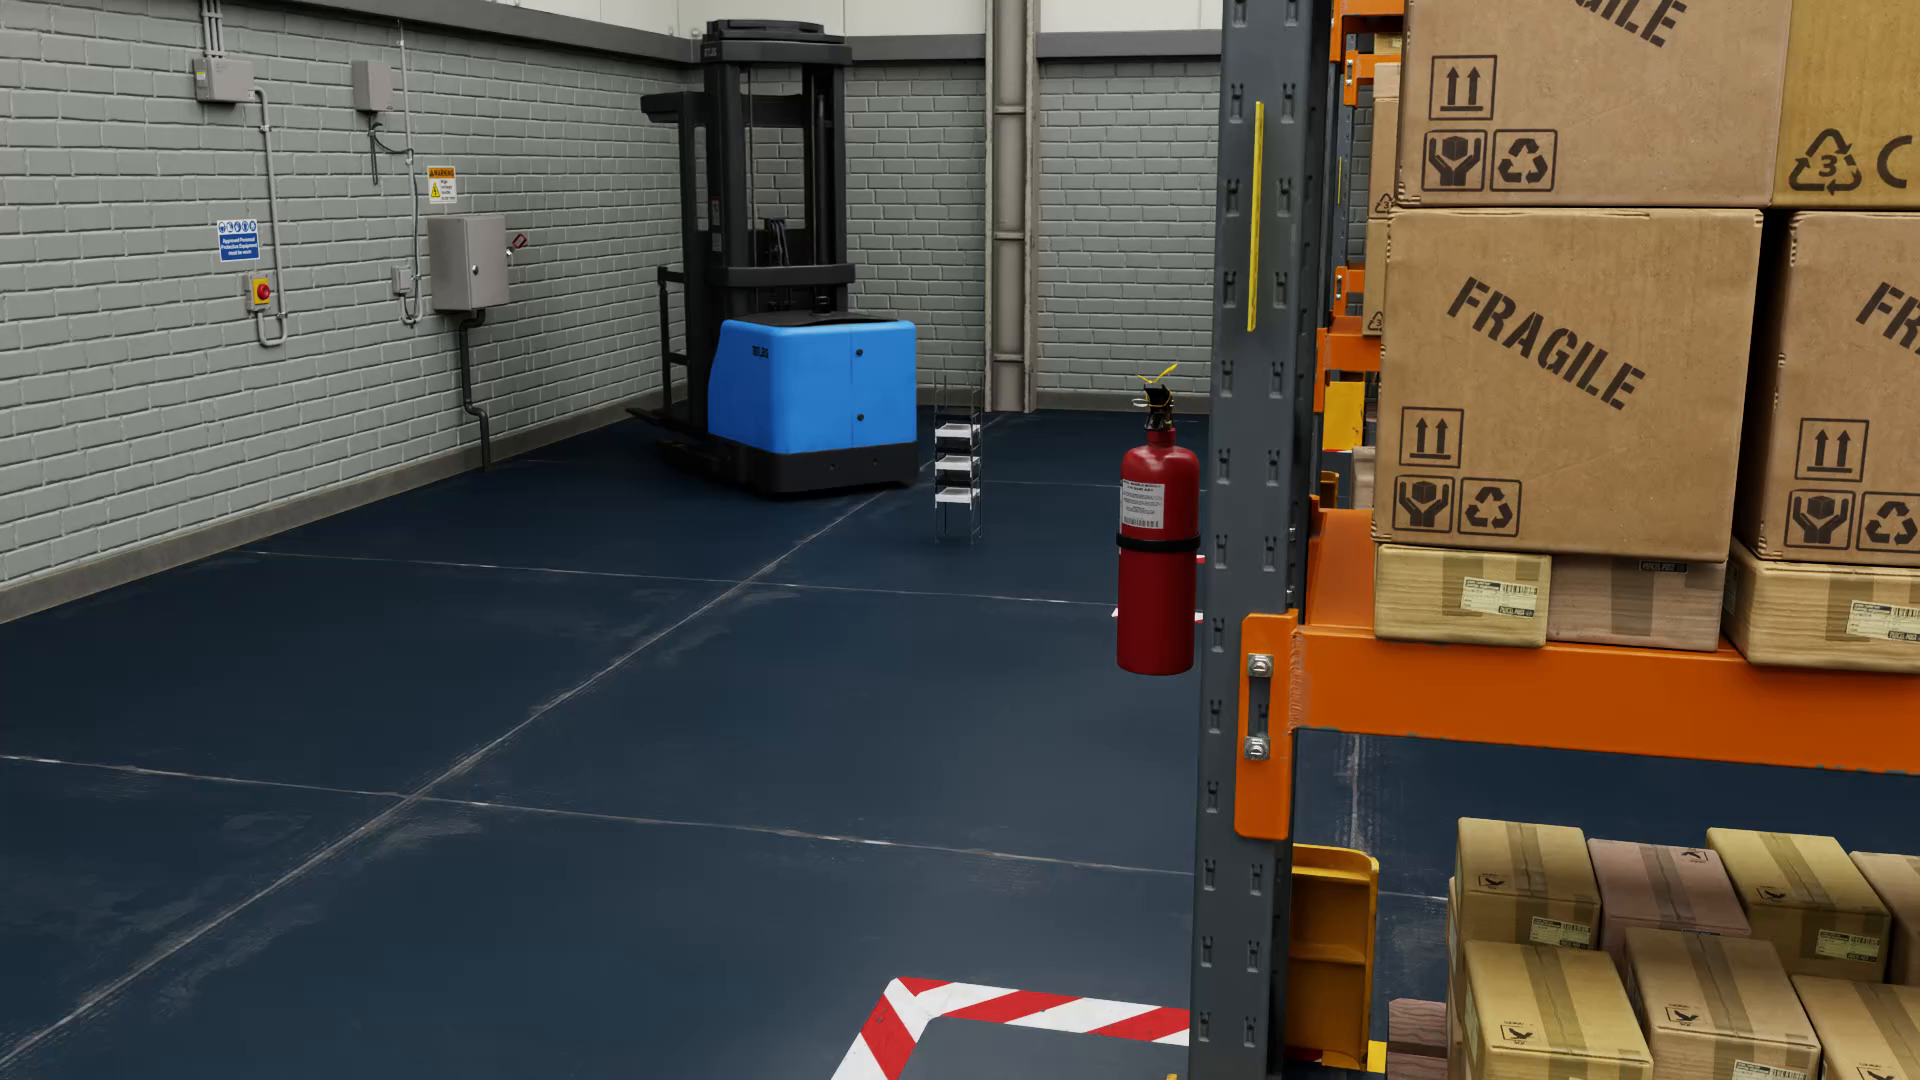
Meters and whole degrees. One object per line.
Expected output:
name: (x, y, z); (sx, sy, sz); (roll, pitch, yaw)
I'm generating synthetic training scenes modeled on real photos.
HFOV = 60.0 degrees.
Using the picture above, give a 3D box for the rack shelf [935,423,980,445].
rack shelf: (-0.008, -0.583, 9.106); (0.200, 0.077, 0.258); (3, 13, 14)

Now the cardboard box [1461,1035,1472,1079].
cardboard box: (1.010, 0.960, 2.907); (0.250, 0.149, 0.380); (4, 13, 16)

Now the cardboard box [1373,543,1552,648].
cardboard box: (0.799, 0.046, 2.682); (0.250, 0.149, 0.380); (3, 13, 13)

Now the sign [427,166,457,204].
sign: (-3.399, -2.333, 10.917); (0.001, 0.242, 0.339); (3, 13, 14)

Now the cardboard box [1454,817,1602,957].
cardboard box: (1.138, 0.708, 3.357); (0.250, 0.149, 0.380); (3, 13, 14)

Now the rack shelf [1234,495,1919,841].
rack shelf: (2.505, 0.292, 2.651); (4.000, 0.370, 1.077); (3, 13, 14)

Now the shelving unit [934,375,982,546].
shelving unit: (-0.008, -0.440, 9.138); (0.210, 0.900, 0.258); (3, 13, 14)

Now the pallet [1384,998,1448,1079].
pallet: (1.417, 1.252, 3.102); (1.213, 0.211, 1.003); (3, 13, 14)

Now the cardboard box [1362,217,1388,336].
cardboard box: (2.048, -1.172, 7.362); (0.500, 0.500, 0.500); (3, 13, 13)

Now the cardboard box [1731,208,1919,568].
cardboard box: (1.458, -0.253, 2.530); (0.500, 0.500, 0.500); (3, 13, 14)

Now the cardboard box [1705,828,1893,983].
cardboard box: (1.650, 0.720, 3.303); (0.250, 0.149, 0.380); (3, 13, 12)

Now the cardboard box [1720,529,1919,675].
cardboard box: (1.304, 0.075, 2.548); (0.250, 0.149, 0.380); (3, 13, 12)

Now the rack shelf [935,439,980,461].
rack shelf: (-0.008, -0.495, 9.126); (0.200, 0.077, 0.258); (3, 13, 14)

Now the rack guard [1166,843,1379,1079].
rack guard: (0.637, 1.062, 3.294); (0.348, 0.500, 1.175); (3, 13, 14)

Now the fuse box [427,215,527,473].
fuse box: (-3.184, -1.302, 11.150); (0.414, 1.711, 0.539); (3, 13, 14)

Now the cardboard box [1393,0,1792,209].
cardboard box: (0.935, -0.766, 2.533); (0.500, 0.500, 0.500); (3, 13, 13)

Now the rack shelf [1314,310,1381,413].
rack shelf: (3.593, -0.754, 7.367); (4.000, 0.370, 1.077); (3, 13, 14)

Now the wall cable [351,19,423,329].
wall cable: (-3.501, -2.291, 10.290); (0.122, 1.984, 0.588); (3, 13, 14)

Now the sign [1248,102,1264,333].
sign: (0.433, -0.471, 2.433); (0.005, 0.325, 0.100); (3, 13, 14)

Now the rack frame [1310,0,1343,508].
rack frame: (1.651, -1.209, 7.757); (0.127, 3.000, 1.000); (3, 13, 14)

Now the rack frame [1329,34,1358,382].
rack frame: (2.836, -2.253, 12.462); (0.127, 3.000, 1.000); (3, 13, 14)

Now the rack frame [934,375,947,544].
rack frame: (-0.107, -0.445, 9.162); (0.006, 0.900, 0.240); (3, 13, 14)

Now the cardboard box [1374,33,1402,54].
cardboard box: (3.090, -3.529, 11.870); (0.250, 0.149, 0.380); (3, 13, 15)

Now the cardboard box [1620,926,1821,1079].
cardboard box: (1.287, 0.821, 2.845); (0.250, 0.149, 0.380); (3, 13, 15)

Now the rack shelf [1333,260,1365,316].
rack shelf: (4.778, -1.798, 12.072); (4.000, 0.370, 1.077); (3, 13, 14)

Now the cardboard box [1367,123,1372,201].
cardboard box: (2.176, -1.771, 7.751); (0.500, 0.500, 0.500); (4, 13, 15)

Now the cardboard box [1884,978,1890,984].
cardboard box: (1.885, 0.909, 3.139); (0.250, 0.149, 0.380); (3, 13, 13)

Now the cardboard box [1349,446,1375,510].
cardboard box: (2.316, -0.150, 7.929); (0.875, 0.438, 0.875); (3, 13, 12)

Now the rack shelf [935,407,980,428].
rack shelf: (-0.008, -0.671, 9.087); (0.200, 0.077, 0.258); (3, 13, 14)

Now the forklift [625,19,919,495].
forklift: (-1.475, -1.979, 11.389); (1.130, 2.935, 3.031); (-8, 15, -31)
